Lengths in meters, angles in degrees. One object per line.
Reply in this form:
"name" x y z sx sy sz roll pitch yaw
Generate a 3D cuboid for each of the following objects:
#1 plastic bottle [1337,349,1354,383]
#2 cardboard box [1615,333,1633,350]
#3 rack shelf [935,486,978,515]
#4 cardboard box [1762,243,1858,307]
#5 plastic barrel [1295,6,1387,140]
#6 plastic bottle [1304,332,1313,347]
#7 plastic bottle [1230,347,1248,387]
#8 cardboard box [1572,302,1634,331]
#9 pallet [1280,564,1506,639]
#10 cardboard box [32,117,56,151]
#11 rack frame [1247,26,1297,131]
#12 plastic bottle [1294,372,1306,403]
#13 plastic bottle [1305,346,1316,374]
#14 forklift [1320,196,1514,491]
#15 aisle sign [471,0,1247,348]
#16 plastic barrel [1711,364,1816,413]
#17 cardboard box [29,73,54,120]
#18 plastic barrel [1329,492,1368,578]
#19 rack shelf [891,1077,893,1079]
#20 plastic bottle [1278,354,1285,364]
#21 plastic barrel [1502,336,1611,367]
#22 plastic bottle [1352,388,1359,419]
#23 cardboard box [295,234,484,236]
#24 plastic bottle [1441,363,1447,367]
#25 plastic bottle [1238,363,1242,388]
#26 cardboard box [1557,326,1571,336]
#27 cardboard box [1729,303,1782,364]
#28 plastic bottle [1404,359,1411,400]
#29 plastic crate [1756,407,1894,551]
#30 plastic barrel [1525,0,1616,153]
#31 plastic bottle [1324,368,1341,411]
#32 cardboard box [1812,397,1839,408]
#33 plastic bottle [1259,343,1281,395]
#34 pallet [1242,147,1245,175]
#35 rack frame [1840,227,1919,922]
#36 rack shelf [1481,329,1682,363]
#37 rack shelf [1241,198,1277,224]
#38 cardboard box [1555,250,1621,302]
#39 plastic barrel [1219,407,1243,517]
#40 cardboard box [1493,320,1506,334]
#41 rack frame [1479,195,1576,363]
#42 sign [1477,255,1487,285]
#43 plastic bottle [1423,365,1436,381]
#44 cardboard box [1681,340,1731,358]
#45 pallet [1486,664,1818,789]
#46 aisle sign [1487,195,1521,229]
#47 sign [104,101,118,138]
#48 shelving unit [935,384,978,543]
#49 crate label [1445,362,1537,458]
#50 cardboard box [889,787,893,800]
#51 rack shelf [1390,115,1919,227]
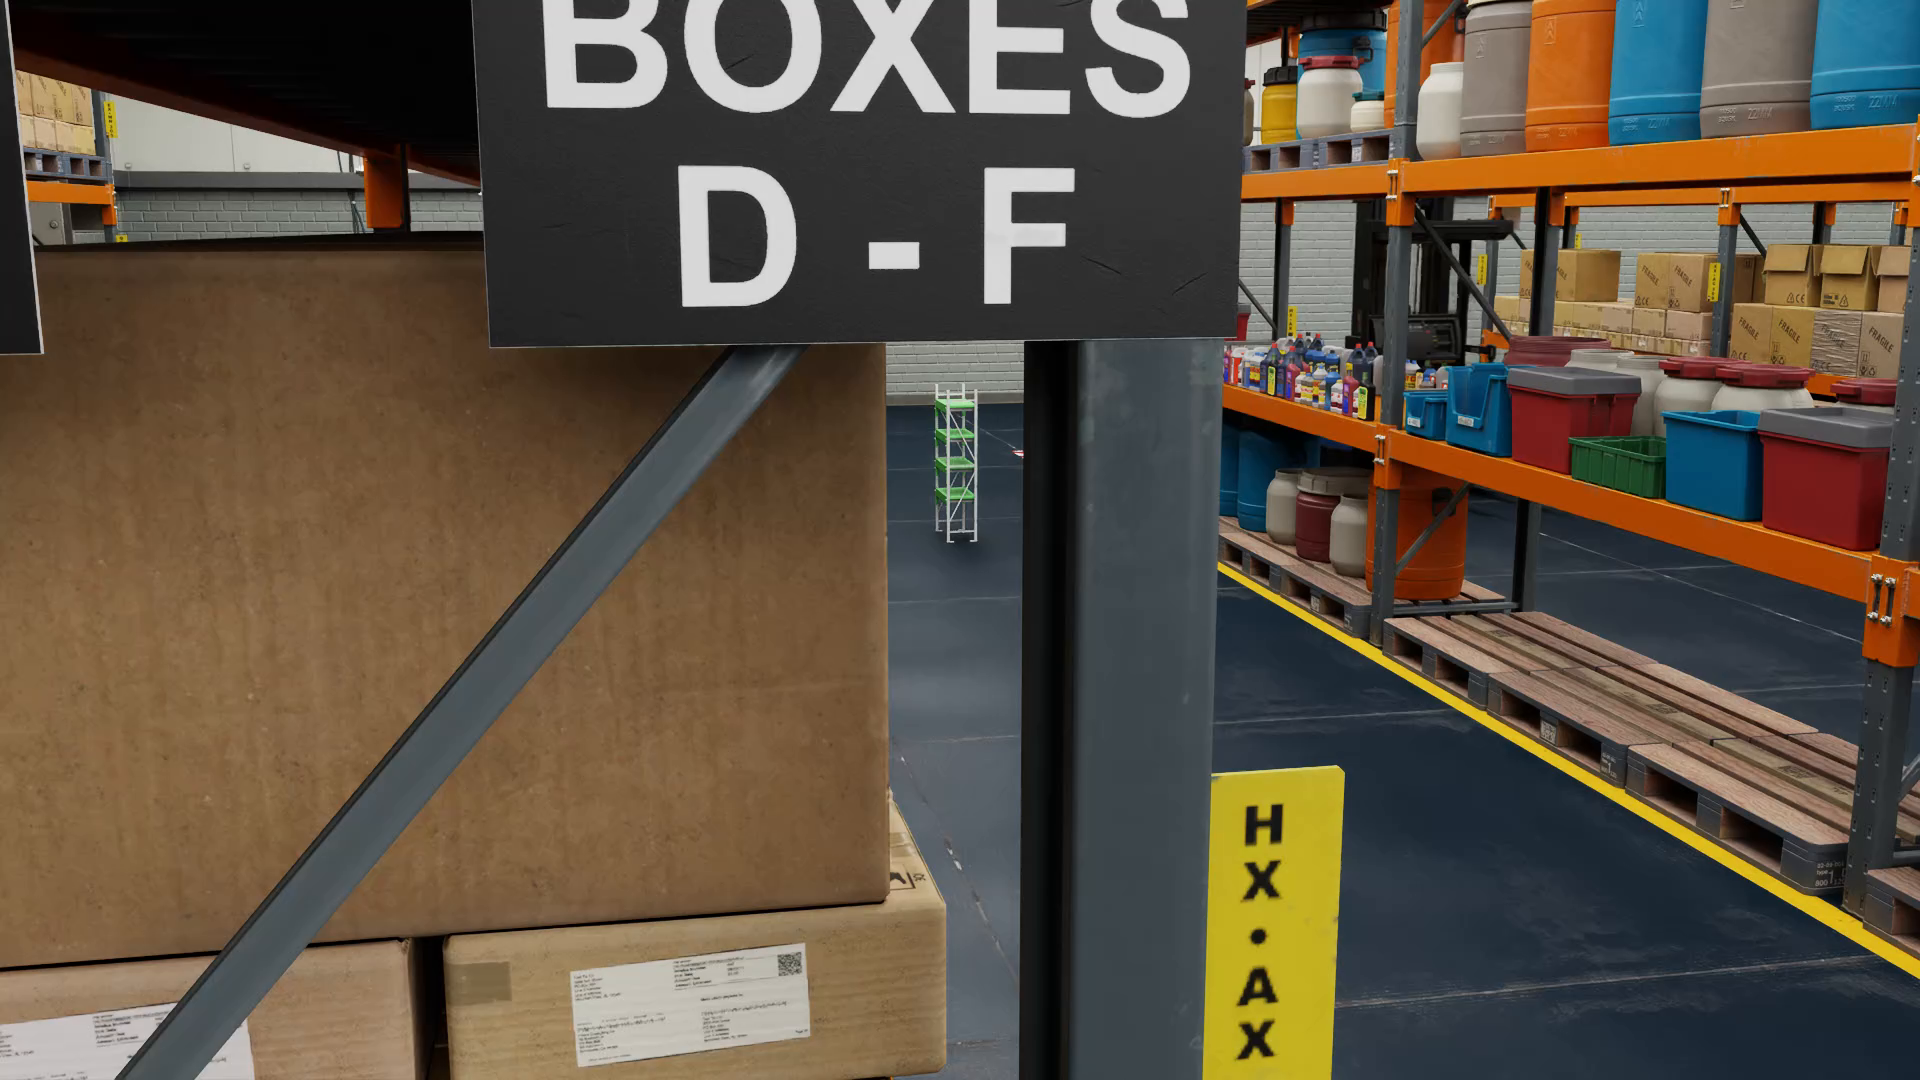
"plastic bottle" 2.804 -1.246 12.054 0.152 0.276 0.135 -2 11 -11
"cardboard box" 6.447 -1.884 15.744 0.380 0.149 0.250 -2 11 -10
"rack shelf" -0.032 -0.321 13.301 0.258 0.148 0.480 -2 11 -11
"cardboard box" 7.161 -2.200 13.780 0.797 0.503 0.637 -2 11 -12
"plastic barrel" 2.652 -3.213 11.569 0.600 0.901 0.708 -2 11 -11
"plastic bottle" 2.670 -1.414 12.733 0.144 0.351 0.185 -2 11 -11
"plastic bottle" 2.066 -1.265 12.152 0.152 0.276 0.135 -2 11 -11
"cardboard box" 6.387 -2.200 16.338 0.500 0.250 0.500 -2 11 -12
"pallet" 2.754 0.366 10.709 1.003 0.211 1.213 -2 11 -11
"cardboard box" -7.715 -3.308 13.541 0.500 0.250 0.500 -2 11 -13
"rack frame" 2.170 -4.542 12.990 1.000 3.000 0.127 -2 11 -11
"plastic bottle" 2.269 -1.011 11.017 0.097 0.201 0.097 0 11 0
"plastic bottle" 2.614 -1.303 12.365 0.097 0.271 0.097 0 11 0
"forklift" 4.384 -1.935 15.525 1.130 2.935 3.031 -3 11 -17
"aisle sign" -0.042 -0.490 0.797 0.394 0.787 0.004 -2 11 -11
"plastic barrel" 3.612 -0.512 7.500 0.433 0.535 0.433 0 11 0
"cardboard box" -7.720 -3.680 13.489 0.500 0.500 0.500 -3 11 -14
"plastic barrel" 2.639 -0.034 10.885 0.421 0.512 0.421 0 11 0
"rack shelf" -0.745 0.772 3.040 1.077 0.370 4.000 -2 11 -11
"plastic bottle" 2.226 -1.132 11.436 0.061 0.283 0.133 -2 11 -11
"plastic barrel" 3.335 -0.854 9.295 0.600 0.536 0.708 -2 11 -11
"plastic bottle" 2.446 -0.844 10.138 0.097 0.201 0.097 0 11 0
"cardboard box" -0.748 -0.277 2.892 0.700 0.500 0.500 -2 11 -11
"plastic bottle" 3.109 -1.006 10.770 0.061 0.283 0.133 -2 11 -11
"plastic bottle" 2.062 -1.206 12.042 0.097 0.201 0.097 0 11 0
"cardboard box" 6.248 -2.072 16.732 0.380 0.149 0.250 -2 11 -12
"cardboard box" 6.873 -1.730 13.997 0.500 0.500 0.500 -2 11 -11
"plastic bottle" 3.005 -1.080 11.195 0.097 0.271 0.097 0 11 0
"plastic crate" 3.332 -0.236 6.244 0.402 0.464 0.583 -2 11 -11
"plastic barrel" 3.022 -2.267 7.913 0.600 0.830 0.708 -2 11 -11
"plastic bottle" 2.363 -0.956 10.542 0.097 0.271 0.097 0 11 0
"cardboard box" 7.347 -0.657 13.183 1.225 0.875 0.875 -3 11 -13
"plastic bottle" 2.176 -1.194 11.579 0.144 0.351 0.185 -2 11 -11
"pallet" 2.418 -2.835 12.552 1.213 0.211 1.003 -2 11 -11
"rack frame" 3.726 -0.127 5.842 1.000 3.000 0.127 -2 11 -11
"rack shelf" 6.639 -1.788 16.492 1.077 0.370 4.000 -2 11 -11
"rack shelf" 1.781 -3.081 15.265 1.077 0.370 4.000 -2 11 -11
"cardboard box" 6.283 -2.665 16.774 0.500 0.500 0.500 -2 11 -13
"plastic barrel" 2.259 -0.670 13.181 0.600 0.901 0.708 -2 11 -11
"cardboard box" 5.996 -2.308 17.970 0.380 0.149 0.250 -2 11 -10
"rack frame" 6.250 -2.508 18.352 1.000 3.000 0.127 -2 11 -11
"sign" 5.705 -2.953 18.163 0.100 0.325 0.005 -2 11 -11
"plastic bottle" 3.035 -0.994 10.739 0.097 0.271 0.097 0 11 0
"cardboard box" 6.648 -1.695 14.752 0.380 0.149 0.250 -2 11 -11
"pallet" 3.294 0.876 8.030 1.003 0.211 1.213 -2 11 -11
"aisle sign" 5.942 -3.788 18.121 0.394 0.787 0.004 -2 11 -11
"sign" -7.791 -3.855 15.247 0.100 0.325 0.005 -2 11 -11
"shelving unit" -0.032 -0.620 13.244 0.258 1.200 0.503 -2 11 -11
"crate label" 2.876 -0.686 8.684 0.502 0.435 0.616 -2 11 -11
"cardboard box" -0.275 0.290 1.648 0.380 0.149 0.250 -2 11 -12
"rack shelf" 3.337 -1.614 7.556 1.077 0.370 4.000 -2 11 -11
